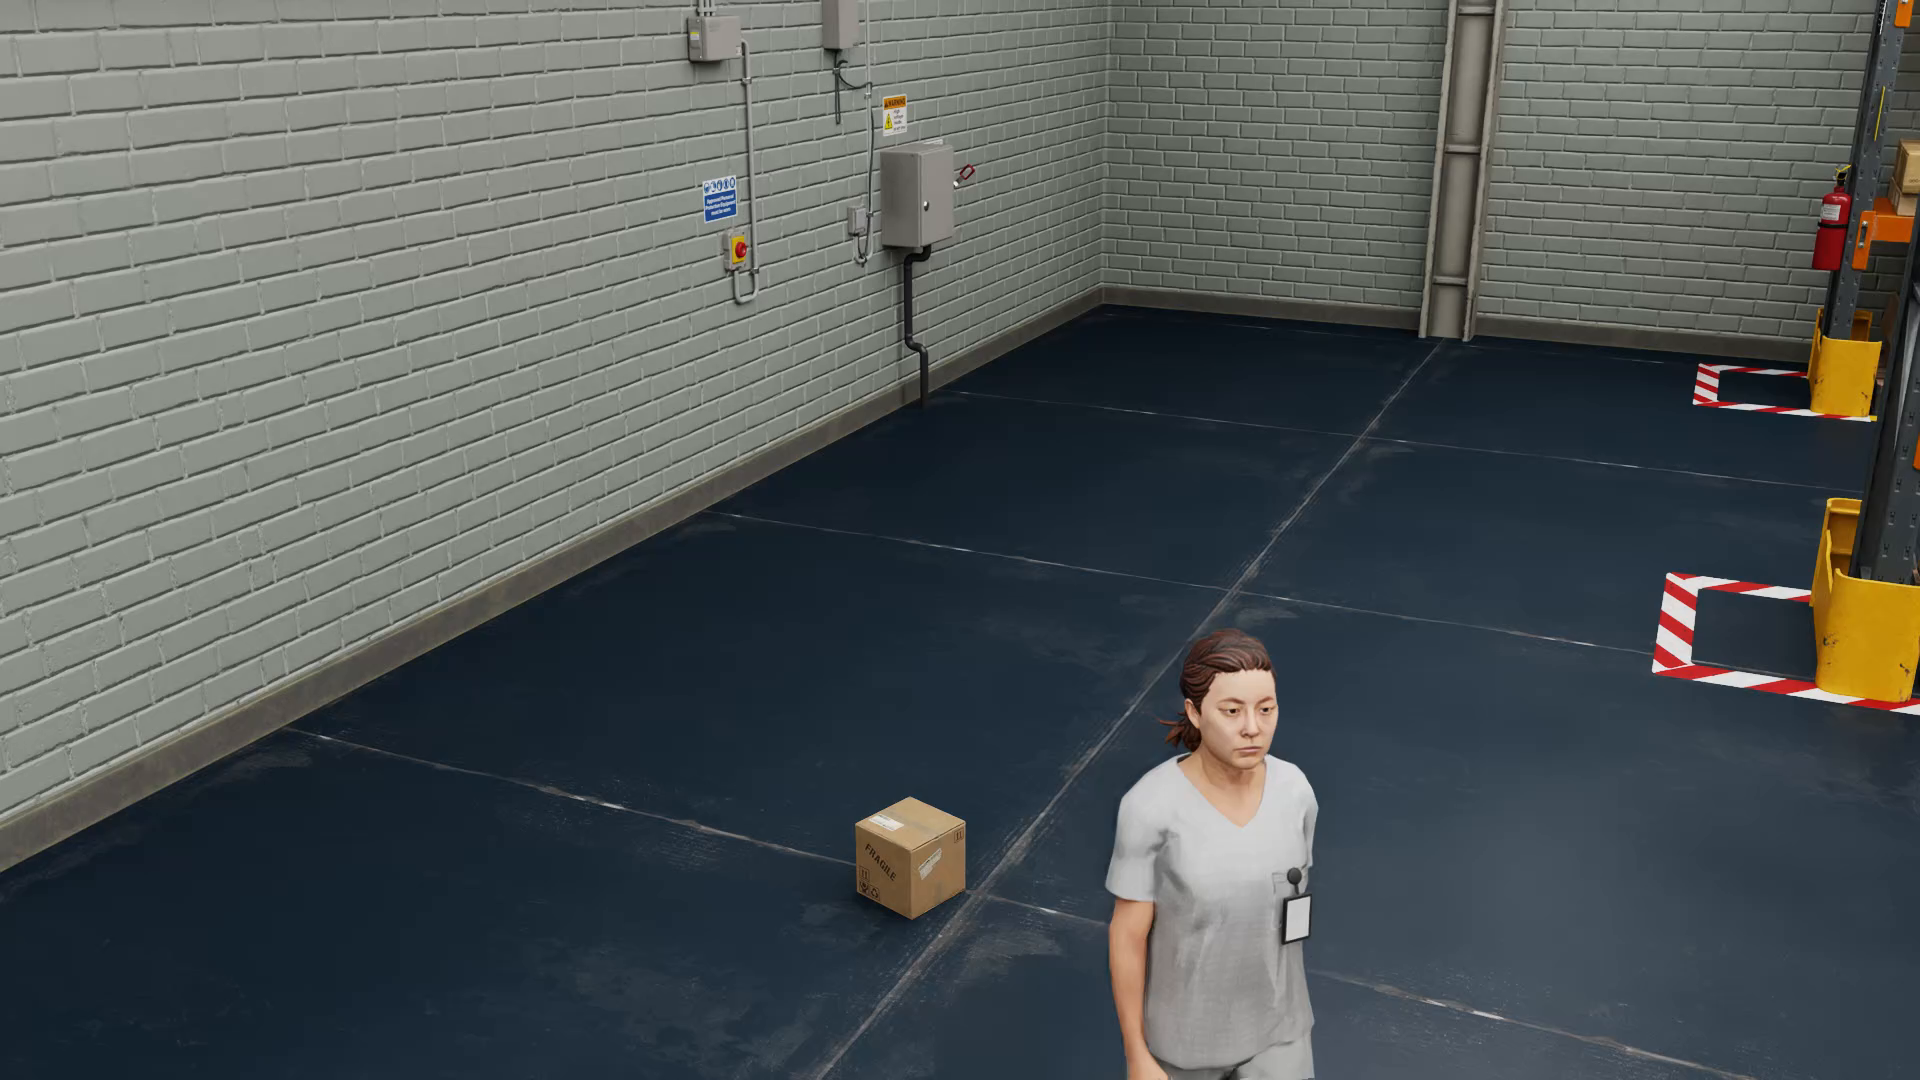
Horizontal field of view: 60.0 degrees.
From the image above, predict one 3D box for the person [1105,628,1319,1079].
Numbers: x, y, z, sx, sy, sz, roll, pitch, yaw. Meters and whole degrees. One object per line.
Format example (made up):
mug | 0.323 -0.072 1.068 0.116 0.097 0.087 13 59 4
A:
person | 0.490 0.948 3.326 0.446 1.628 0.906 -4 19 -11
